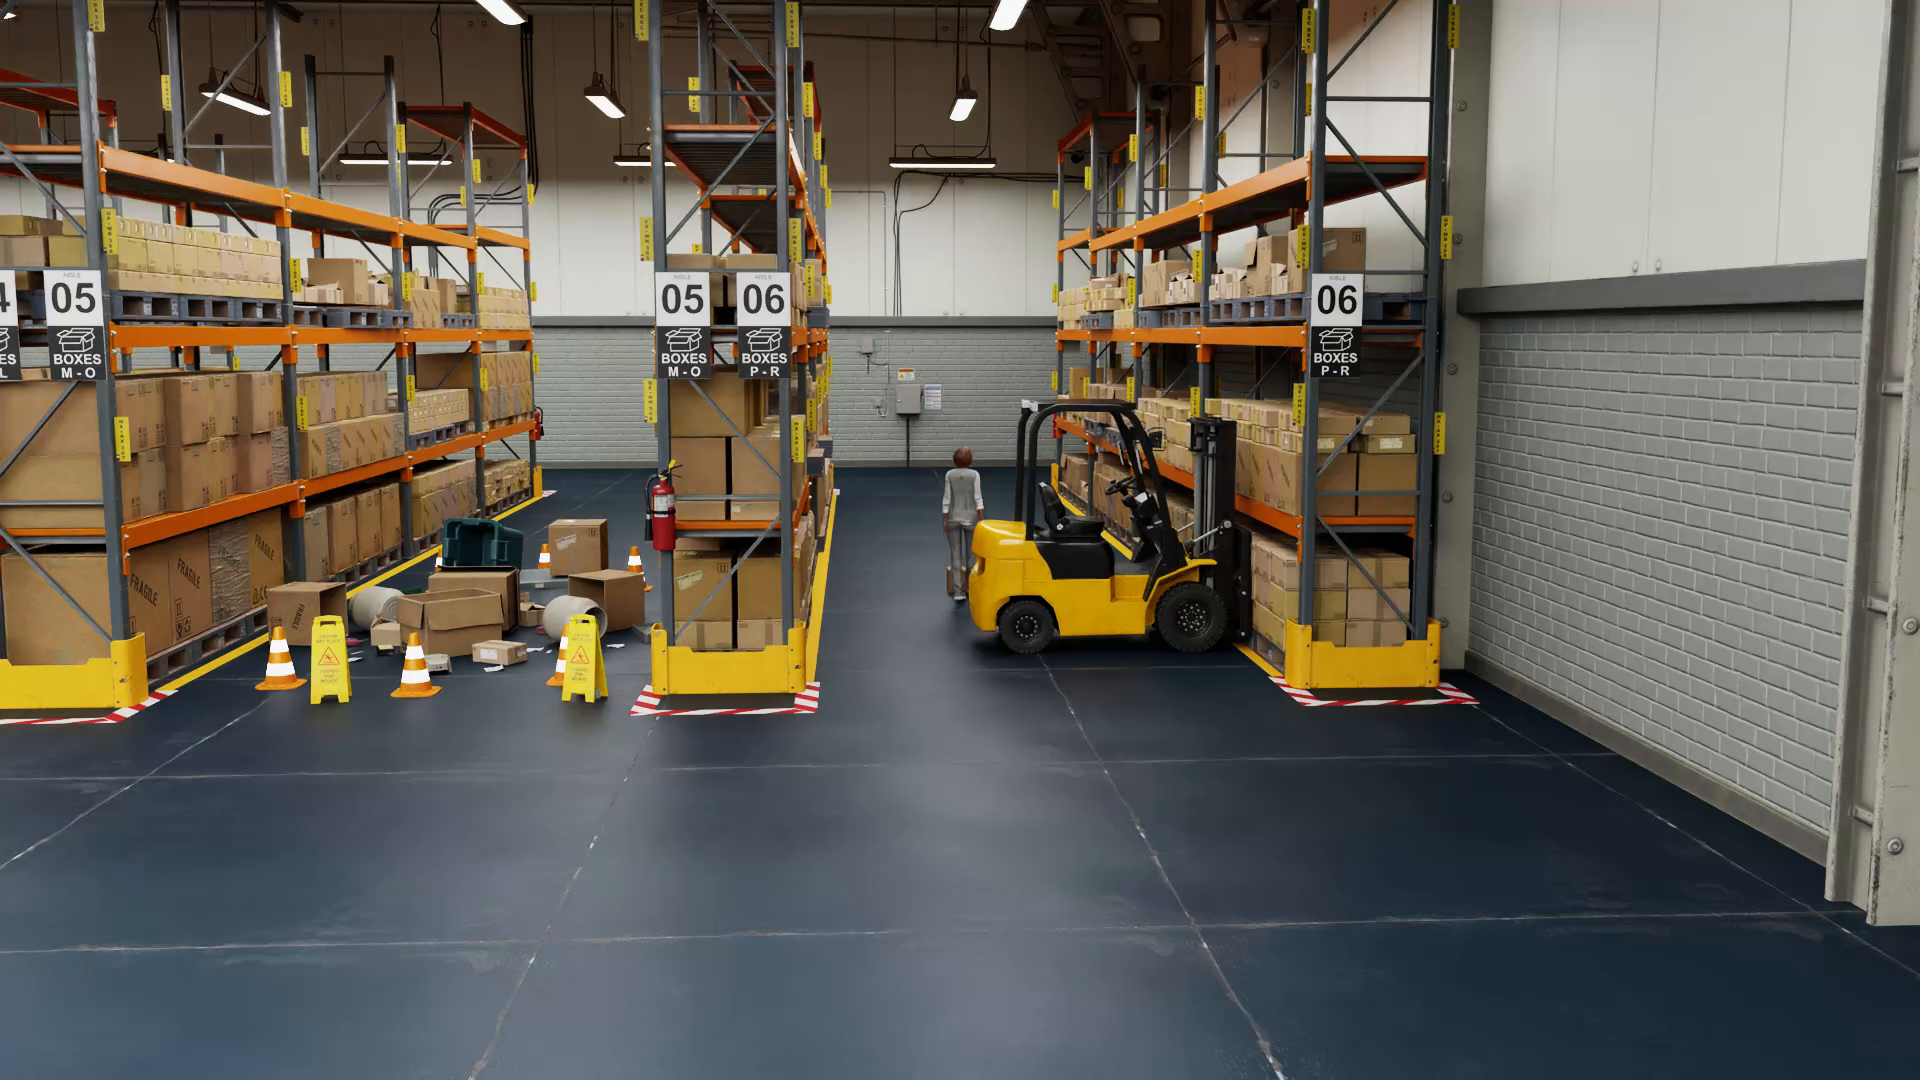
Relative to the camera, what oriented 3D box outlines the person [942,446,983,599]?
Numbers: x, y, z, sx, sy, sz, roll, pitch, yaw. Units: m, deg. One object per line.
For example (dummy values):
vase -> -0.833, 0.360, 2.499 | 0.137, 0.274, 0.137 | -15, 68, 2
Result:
person -> 0.031, -0.192, 17.300 | 0.430, 1.588, 0.685 | 0, 7, 1
